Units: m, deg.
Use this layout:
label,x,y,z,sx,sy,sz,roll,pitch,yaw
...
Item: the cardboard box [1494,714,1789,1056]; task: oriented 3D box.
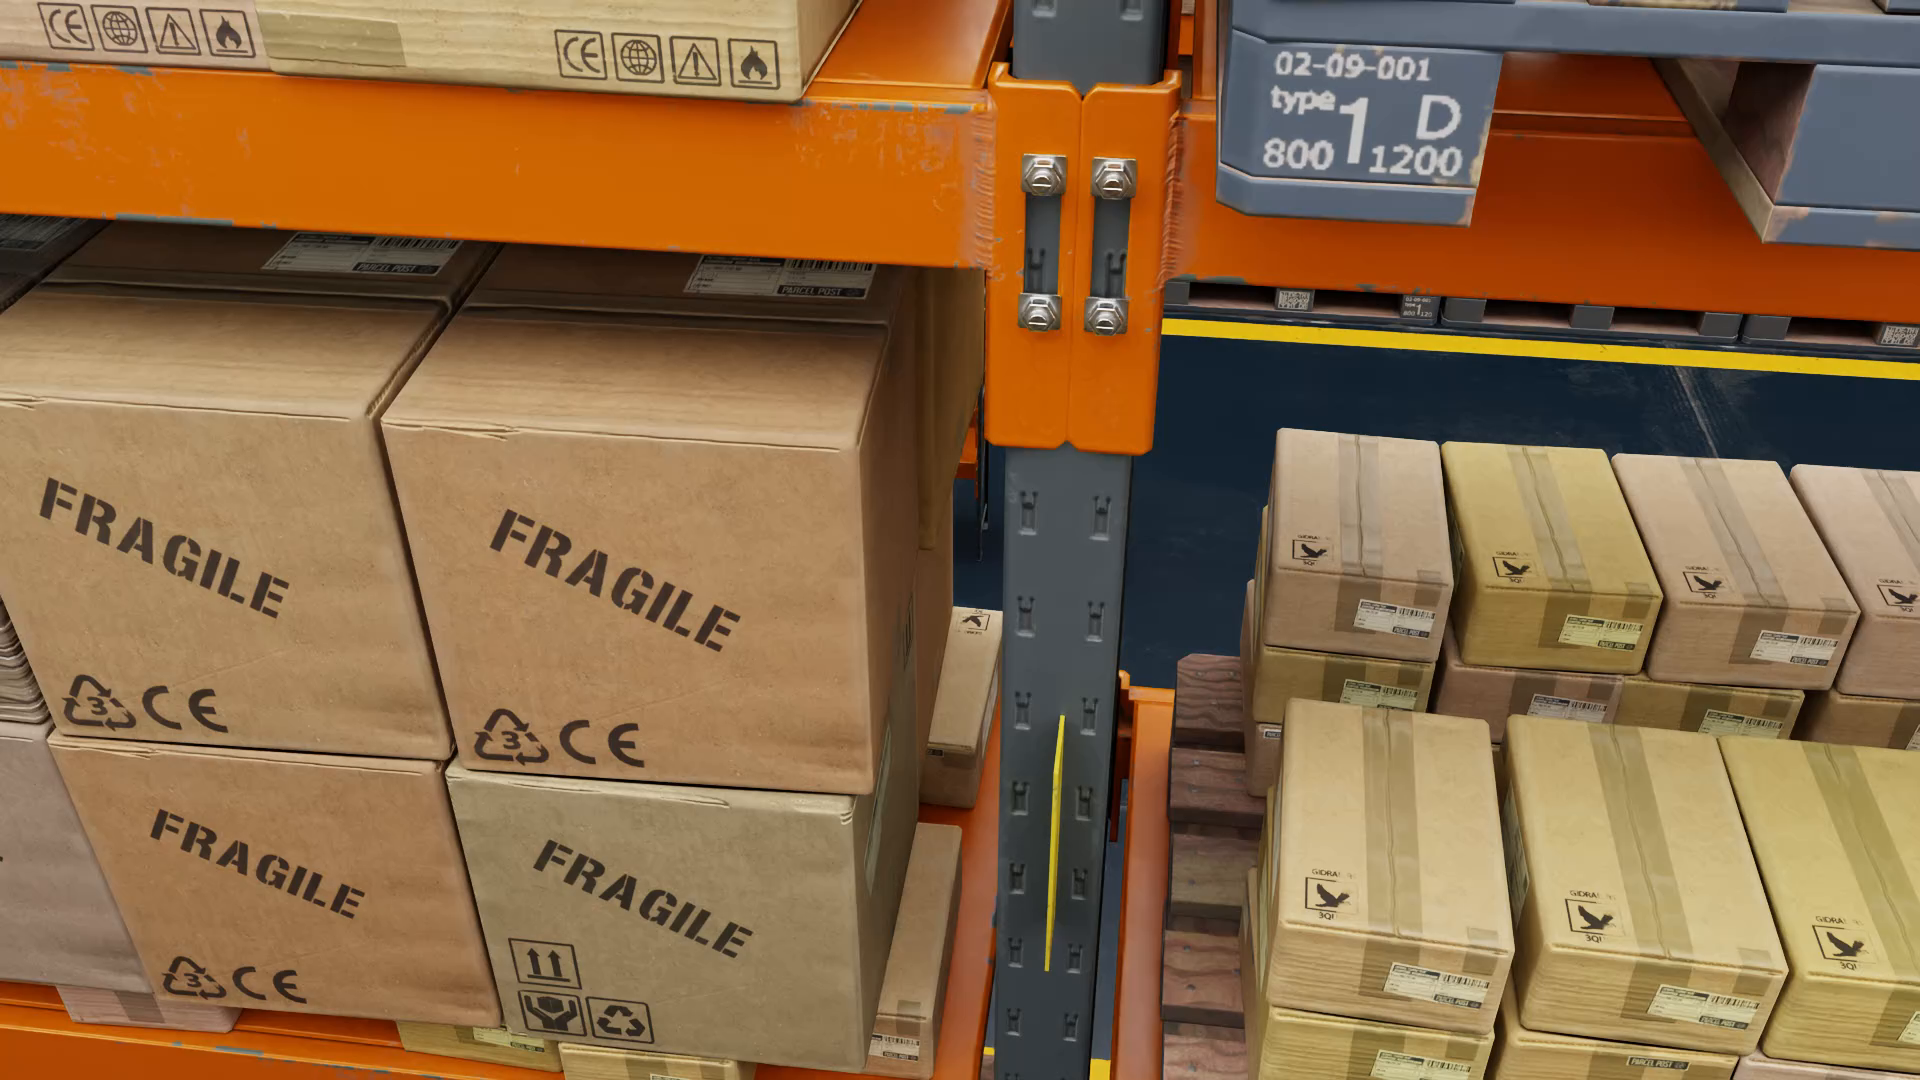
label,x,y,z,sx,sy,sz,roll,pitch,yaw
cardboard box,0.781,0.394,1.959,0.250,0.149,0.380,5,36,7

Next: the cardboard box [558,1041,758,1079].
label,x,y,z,sx,sy,sz,roll,pitch,yaw
cardboard box,-0.411,0.653,2.469,0.250,0.149,0.380,3,36,5

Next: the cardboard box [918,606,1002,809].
label,x,y,z,sx,sy,sz,roll,pitch,yaw
cardboard box,-0.068,0.286,2.983,0.250,0.149,0.380,6,36,8

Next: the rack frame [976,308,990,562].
label,x,y,z,sx,sy,sz,roll,pitch,yaw
rack frame,0.078,-0.483,5.393,0.015,1.200,0.240,4,36,6

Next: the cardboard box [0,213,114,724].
label,x,y,z,sx,sy,sz,roll,pitch,yaw
cardboard box,-1.349,-0.136,2.155,0.500,0.500,0.500,5,36,7

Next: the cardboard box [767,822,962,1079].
label,x,y,z,sx,sy,sz,roll,pitch,yaw
cardboard box,-0.142,0.609,2.530,0.250,0.149,0.380,4,36,5

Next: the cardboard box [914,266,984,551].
label,x,y,z,sx,sy,sz,roll,pitch,yaw
cardboard box,-0.245,-0.349,2.454,0.500,0.500,0.500,5,36,7

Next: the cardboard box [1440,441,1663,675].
label,x,y,z,sx,sy,sz,roll,pitch,yaw
cardboard box,0.861,0.019,2.484,0.250,0.149,0.380,3,36,5

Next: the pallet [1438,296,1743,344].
label,x,y,z,sx,sy,sz,roll,pitch,yaw
pallet,2.690,-1.229,7.290,1.213,0.211,1.003,4,36,6

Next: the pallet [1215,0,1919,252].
label,x,y,z,sx,sy,sz,roll,pitch,yaw
pallet,0.770,-0.644,1.650,1.003,0.211,1.213,4,36,6

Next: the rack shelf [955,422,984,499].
label,x,y,z,sx,sy,sz,roll,pitch,yaw
rack shelf,-0.164,-0.284,5.573,0.480,0.148,0.258,4,36,6

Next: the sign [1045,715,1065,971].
label,x,y,z,sx,sy,sz,roll,pitch,yaw
sign,0.110,0.354,1.926,0.005,0.325,0.100,4,36,6

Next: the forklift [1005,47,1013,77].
label,x,y,z,sx,sy,sz,roll,pitch,yaw
forklift,0.795,-3.876,8.658,3.031,2.935,1.130,4,36,5

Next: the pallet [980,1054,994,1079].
label,x,y,z,sx,sy,sz,roll,pitch,yaw
pallet,-0.499,1.499,3.468,1.213,0.211,1.003,4,36,6

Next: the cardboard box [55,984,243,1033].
label,x,y,z,sx,sy,sz,roll,pitch,yaw
cardboard box,-1.195,0.563,2.596,0.250,0.149,0.380,3,36,4

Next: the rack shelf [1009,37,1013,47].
label,x,y,z,sx,sy,sz,roll,pitch,yaw
rack shelf,-1.282,-2.322,7.040,4.000,0.370,1.077,4,36,6

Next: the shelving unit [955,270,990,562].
label,x,y,z,sx,sy,sz,roll,pitch,yaw
shelving unit,-0.164,-0.501,5.419,0.503,1.200,0.258,4,36,6

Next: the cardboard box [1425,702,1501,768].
label,x,y,z,sx,sy,sz,roll,pitch,yaw
cardboard box,0.848,0.259,2.660,0.250,0.149,0.380,4,36,6

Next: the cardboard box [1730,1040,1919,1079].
label,x,y,z,sx,sy,sz,roll,pitch,yaw
cardboard box,1.017,0.535,2.018,0.250,0.149,0.380,5,36,7

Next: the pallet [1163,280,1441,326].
label,x,y,z,sx,sy,sz,roll,pitch,yaw
pallet,1.476,-1.318,7.415,1.213,0.211,1.003,4,36,6

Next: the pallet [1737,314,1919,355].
label,x,y,z,sx,sy,sz,roll,pitch,yaw
pallet,3.896,-1.137,7.162,1.213,0.211,1.003,4,36,6

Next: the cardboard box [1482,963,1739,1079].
label,x,y,z,sx,sy,sz,roll,pitch,yaw
cardboard box,0.761,0.516,2.044,0.250,0.149,0.380,4,36,5

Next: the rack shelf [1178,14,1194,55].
label,x,y,z,sx,sy,sz,roll,pitch,yaw
rack shelf,2.685,-2.026,6.625,4.000,0.370,1.077,4,36,6

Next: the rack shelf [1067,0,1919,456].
label,x,y,z,sx,sy,sz,roll,pitch,yaw
rack shelf,2.155,-0.387,1.747,4.000,0.370,1.077,4,36,6

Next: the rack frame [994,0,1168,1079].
label,x,y,z,sx,sy,sz,roll,pitch,yaw
rack frame,0.171,0.395,2.614,0.053,2.616,0.949,4,36,6

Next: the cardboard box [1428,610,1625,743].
label,x,y,z,sx,sy,sz,roll,pitch,yaw
cardboard box,0.853,0.138,2.573,0.250,0.149,0.380,4,36,6

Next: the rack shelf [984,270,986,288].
label,x,y,z,sx,sy,sz,roll,pitch,yaw
rack shelf,-0.164,-0.820,5.190,0.480,0.148,0.258,4,36,6

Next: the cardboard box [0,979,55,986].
label,x,y,z,sx,sy,sz,roll,pitch,yaw
cardboard box,-1.440,0.513,2.665,0.250,0.149,0.380,4,36,5

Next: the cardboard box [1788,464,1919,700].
label,x,y,z,sx,sy,sz,roll,pitch,yaw
cardboard box,1.377,0.059,2.428,0.250,0.149,0.380,4,36,6

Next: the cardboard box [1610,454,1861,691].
label,x,y,z,sx,sy,sz,roll,pitch,yaw
cardboard box,1.117,0.039,2.455,0.250,0.149,0.380,3,36,4

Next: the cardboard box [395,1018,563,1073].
label,x,y,z,sx,sy,sz,roll,pitch,yaw
cardboard box,-0.669,0.599,2.545,0.250,0.149,0.380,6,36,8

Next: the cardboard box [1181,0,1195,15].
label,x,y,z,sx,sy,sz,roll,pitch,yaw
cardboard box,1.104,-2.221,6.408,0.500,0.250,0.500,3,36,5

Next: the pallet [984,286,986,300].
label,x,y,z,sx,sy,sz,roll,pitch,yaw
pallet,-0.043,-1.433,7.576,1.213,0.211,1.003,4,36,6

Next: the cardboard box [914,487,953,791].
label,x,y,z,sx,sy,sz,roll,pitch,yaw
cardboard box,-0.288,0.050,2.756,0.500,0.500,0.500,4,36,5

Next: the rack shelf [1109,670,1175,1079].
label,x,y,z,sx,sy,sz,roll,pitch,yaw
rack shelf,2.155,0.834,2.618,4.000,0.370,1.077,4,36,6

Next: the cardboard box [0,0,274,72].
label,x,y,z,sx,sy,sz,roll,pitch,yaw
cardboard box,-0.844,-0.691,1.683,0.500,0.250,0.500,4,36,6

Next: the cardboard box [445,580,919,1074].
label,x,y,z,sx,sy,sz,roll,pitch,yaw
cardboard box,-0.345,0.358,2.323,0.500,0.500,0.500,4,36,6

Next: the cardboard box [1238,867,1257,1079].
label,x,y,z,sx,sy,sz,roll,pitch,yaw
cardboard box,0.503,0.619,2.156,0.250,0.149,0.380,3,36,4

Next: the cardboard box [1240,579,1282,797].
label,x,y,z,sx,sy,sz,roll,pitch,yaw
cardboard box,0.590,0.240,2.686,0.250,0.149,0.380,3,36,5

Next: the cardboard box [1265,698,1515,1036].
label,x,y,z,sx,sy,sz,roll,pitch,yaw
cardboard box,0.503,0.377,1.983,0.250,0.149,0.380,6,36,8

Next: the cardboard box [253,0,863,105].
label,x,y,z,sx,sy,sz,roll,pitch,yaw
cardboard box,-0.350,-0.647,1.622,0.500,0.250,0.500,5,36,7

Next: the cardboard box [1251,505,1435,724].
label,x,y,z,sx,sy,sz,roll,pitch,yaw
cardboard box,0.591,0.119,2.600,0.250,0.149,0.380,5,36,7

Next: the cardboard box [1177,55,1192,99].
label,x,y,z,sx,sy,sz,roll,pitch,yaw
cardboard box,1.327,-1.773,7.119,0.875,0.875,0.875,5,36,7

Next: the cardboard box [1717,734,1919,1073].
label,x,y,z,sx,sy,sz,roll,pitch,yaw
cardboard box,1.035,0.414,1.930,0.250,0.149,0.380,5,36,6

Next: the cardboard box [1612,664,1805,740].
label,x,y,z,sx,sy,sz,roll,pitch,yaw
cardboard box,1.098,0.158,2.545,0.250,0.149,0.380,6,36,8

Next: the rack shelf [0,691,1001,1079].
label,x,y,z,sx,sy,sz,roll,pitch,yaw
rack shelf,-1.813,0.538,3.033,4.000,0.370,1.077,4,36,6

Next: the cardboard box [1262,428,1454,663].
label,x,y,z,sx,sy,sz,roll,pitch,yaw
cardboard box,0.594,0.000,2.511,0.250,0.149,0.380,6,36,8

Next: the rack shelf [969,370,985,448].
label,x,y,z,sx,sy,sz,roll,pitch,yaw
rack shelf,-0.164,-0.446,5.458,0.480,0.148,0.258,4,36,6

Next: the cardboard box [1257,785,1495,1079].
label,x,y,z,sx,sy,sz,roll,pitch,yaw
cardboard box,0.503,0.498,2.069,0.250,0.149,0.380,5,36,7

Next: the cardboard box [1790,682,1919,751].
label,x,y,z,sx,sy,sz,roll,pitch,yaw
cardboard box,1.370,0.176,2.520,0.250,0.149,0.380,3,36,4

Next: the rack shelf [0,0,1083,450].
label,x,y,z,sx,sy,sz,roll,pitch,yaw
rack shelf,-1.813,-0.683,2.162,4.000,0.370,1.077,4,36,6

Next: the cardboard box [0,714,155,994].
label,x,y,z,sx,sy,sz,roll,pitch,yaw
cardboard box,-1.353,0.282,2.431,0.500,0.500,0.500,4,36,6

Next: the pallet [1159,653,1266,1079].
label,x,y,z,sx,sy,sz,roll,pitch,yaw
pallet,0.911,0.612,2.476,1.213,0.211,1.003,4,36,6

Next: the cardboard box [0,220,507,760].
label,x,y,z,sx,sy,sz,roll,pitch,yaw
cardboard box,-0.843,-0.090,2.091,0.500,0.500,0.500,3,36,4

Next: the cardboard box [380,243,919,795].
label,x,y,z,sx,sy,sz,roll,pitch,yaw
cardboard box,-0.329,-0.054,2.041,0.500,0.500,0.500,3,36,4

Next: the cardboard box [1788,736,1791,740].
label,x,y,z,sx,sy,sz,roll,pitch,yaw
cardboard box,1.344,0.297,2.606,0.250,0.149,0.380,3,36,4

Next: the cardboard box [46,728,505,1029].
label,x,y,z,sx,sy,sz,roll,pitch,yaw
cardboard box,-0.859,0.319,2.378,0.500,0.500,0.500,3,36,5
